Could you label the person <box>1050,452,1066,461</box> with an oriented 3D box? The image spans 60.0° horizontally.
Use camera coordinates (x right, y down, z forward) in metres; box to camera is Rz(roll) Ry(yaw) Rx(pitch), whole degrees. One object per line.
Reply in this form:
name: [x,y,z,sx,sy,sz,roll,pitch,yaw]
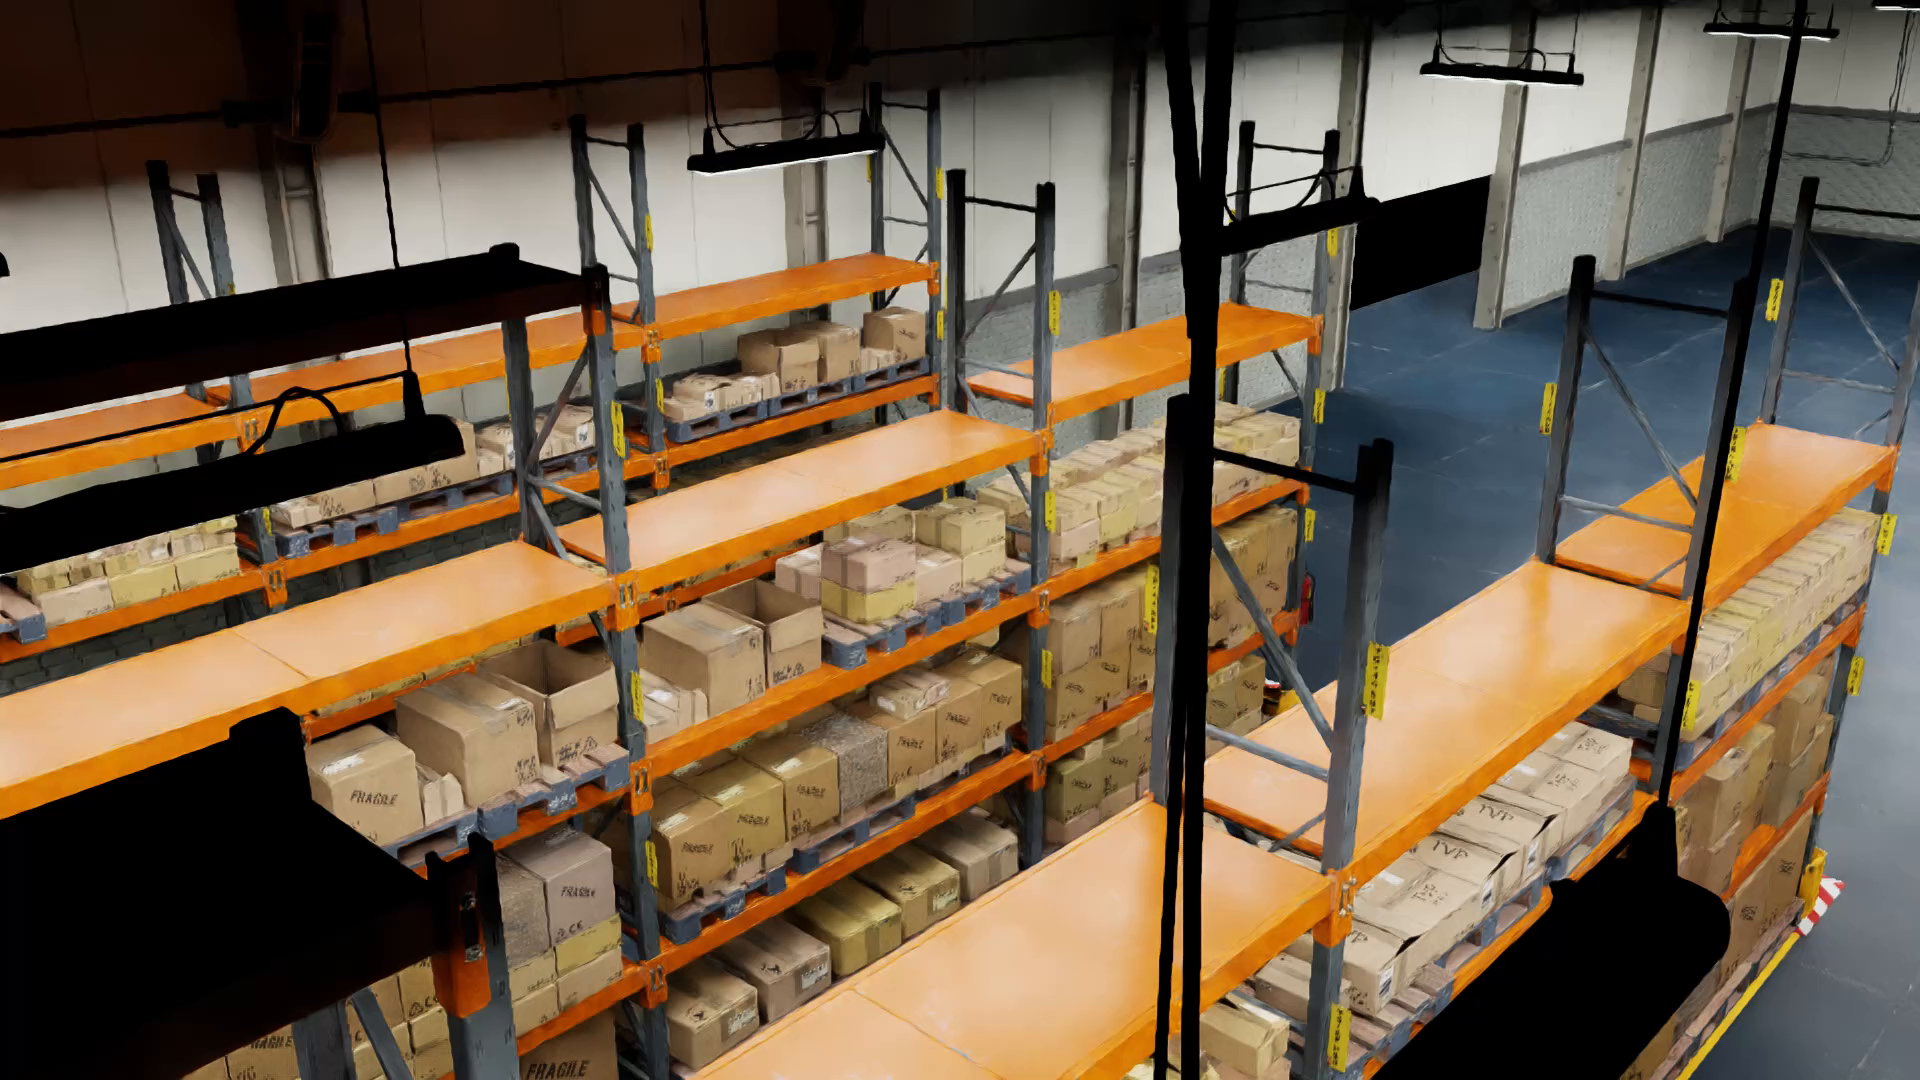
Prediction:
person: [1.118,-0.323,20.607,1.004,1.596,0.476,-16,26,-35]
